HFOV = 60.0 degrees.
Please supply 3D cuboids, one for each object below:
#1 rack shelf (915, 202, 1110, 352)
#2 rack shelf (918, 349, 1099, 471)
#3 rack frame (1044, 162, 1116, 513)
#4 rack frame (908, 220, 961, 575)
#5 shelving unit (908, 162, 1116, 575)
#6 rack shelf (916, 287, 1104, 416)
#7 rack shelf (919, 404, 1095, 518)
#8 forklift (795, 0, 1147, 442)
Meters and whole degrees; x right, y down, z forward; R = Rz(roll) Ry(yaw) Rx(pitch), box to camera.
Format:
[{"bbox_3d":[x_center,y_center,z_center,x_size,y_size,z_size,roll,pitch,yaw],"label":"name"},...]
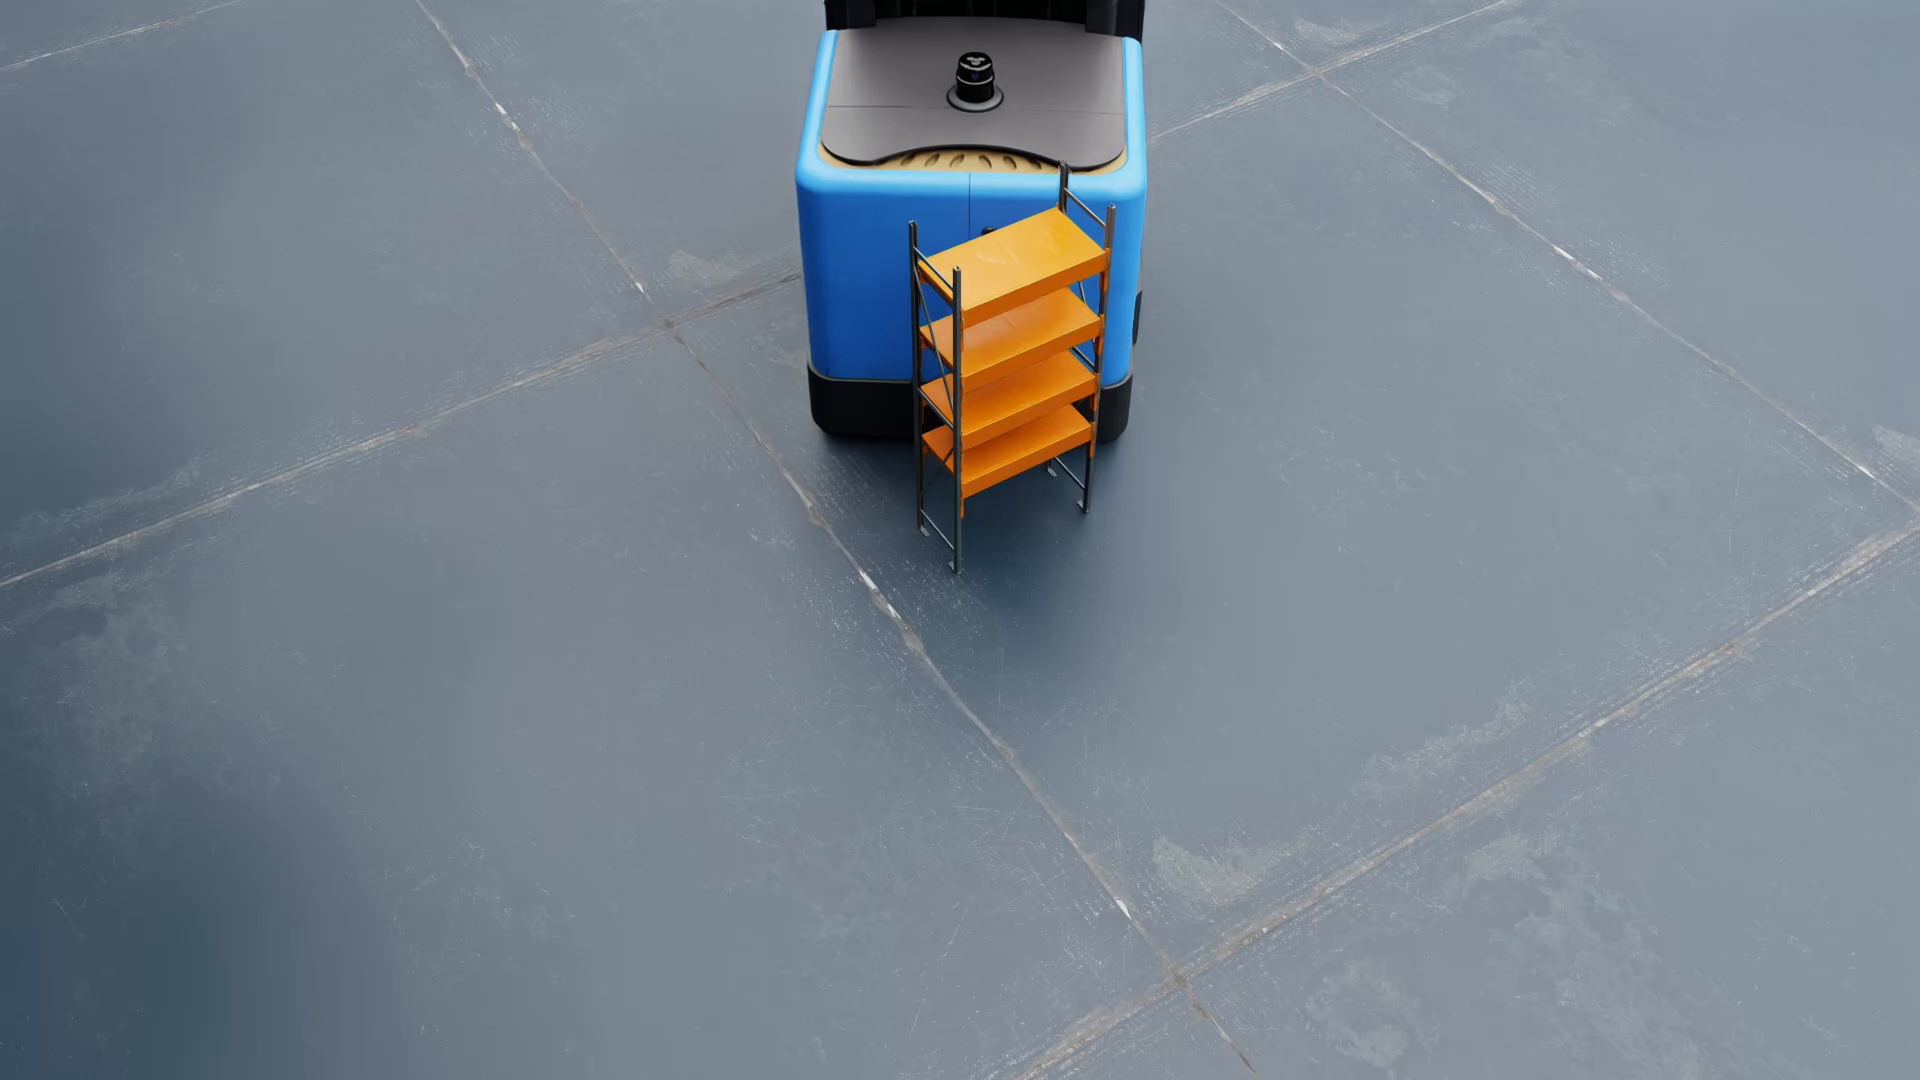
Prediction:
[{"bbox_3d":[0.140,-0.726,4.567,0.480,0.148,0.258,-25,53,-21],"label":"rack shelf"},{"bbox_3d":[0.140,-0.420,4.911,0.480,0.148,0.258,-25,53,-21],"label":"rack shelf"},{"bbox_3d":[0.346,-0.562,4.947,0.015,1.200,0.240,-25,53,-21],"label":"rack frame"},{"bbox_3d":[-0.066,-0.368,4.774,0.015,1.200,0.240,-25,53,-21],"label":"rack frame"},{"bbox_3d":[0.140,-0.465,4.861,0.503,1.200,0.258,-25,53,-21],"label":"shelving unit"},{"bbox_3d":[0.140,-0.569,4.744,0.480,0.148,0.258,-25,53,-21],"label":"rack shelf"},{"bbox_3d":[0.140,-0.288,5.059,0.480,0.148,0.258,-25,53,-21],"label":"rack shelf"},{"bbox_3d":[0.096,-2.390,5.416,1.130,2.935,3.031,2,48,2],"label":"forklift"}]
